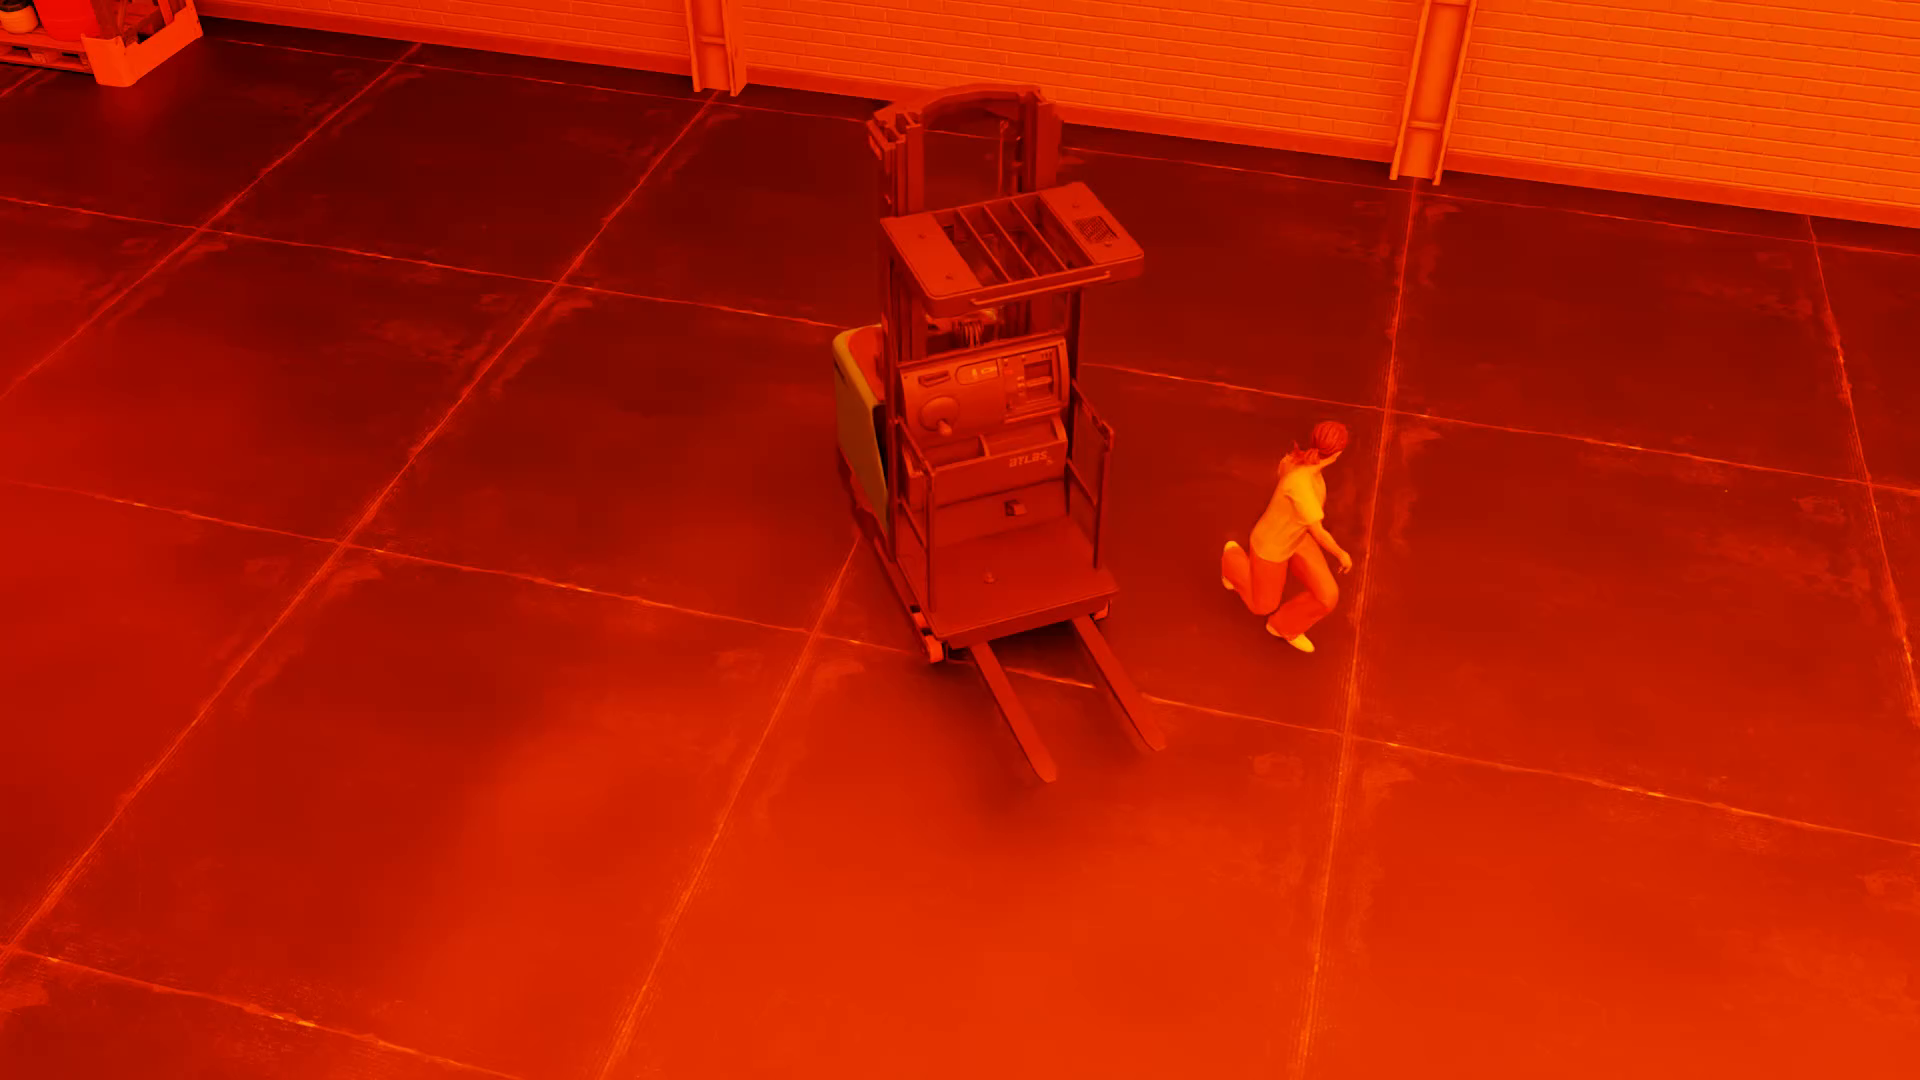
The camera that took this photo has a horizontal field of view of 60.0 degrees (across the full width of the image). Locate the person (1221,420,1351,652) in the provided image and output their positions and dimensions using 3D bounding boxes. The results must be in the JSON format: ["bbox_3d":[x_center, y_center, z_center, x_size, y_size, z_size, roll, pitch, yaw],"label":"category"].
[{"bbox_3d":[1.806,-0.075,9.102,0.827,1.452,0.557,33,51,32],"label":"person"}]

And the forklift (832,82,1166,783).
[{"bbox_3d":[0.216,-0.726,8.689,1.130,2.935,3.031,-14,43,-15],"label":"forklift"}]
